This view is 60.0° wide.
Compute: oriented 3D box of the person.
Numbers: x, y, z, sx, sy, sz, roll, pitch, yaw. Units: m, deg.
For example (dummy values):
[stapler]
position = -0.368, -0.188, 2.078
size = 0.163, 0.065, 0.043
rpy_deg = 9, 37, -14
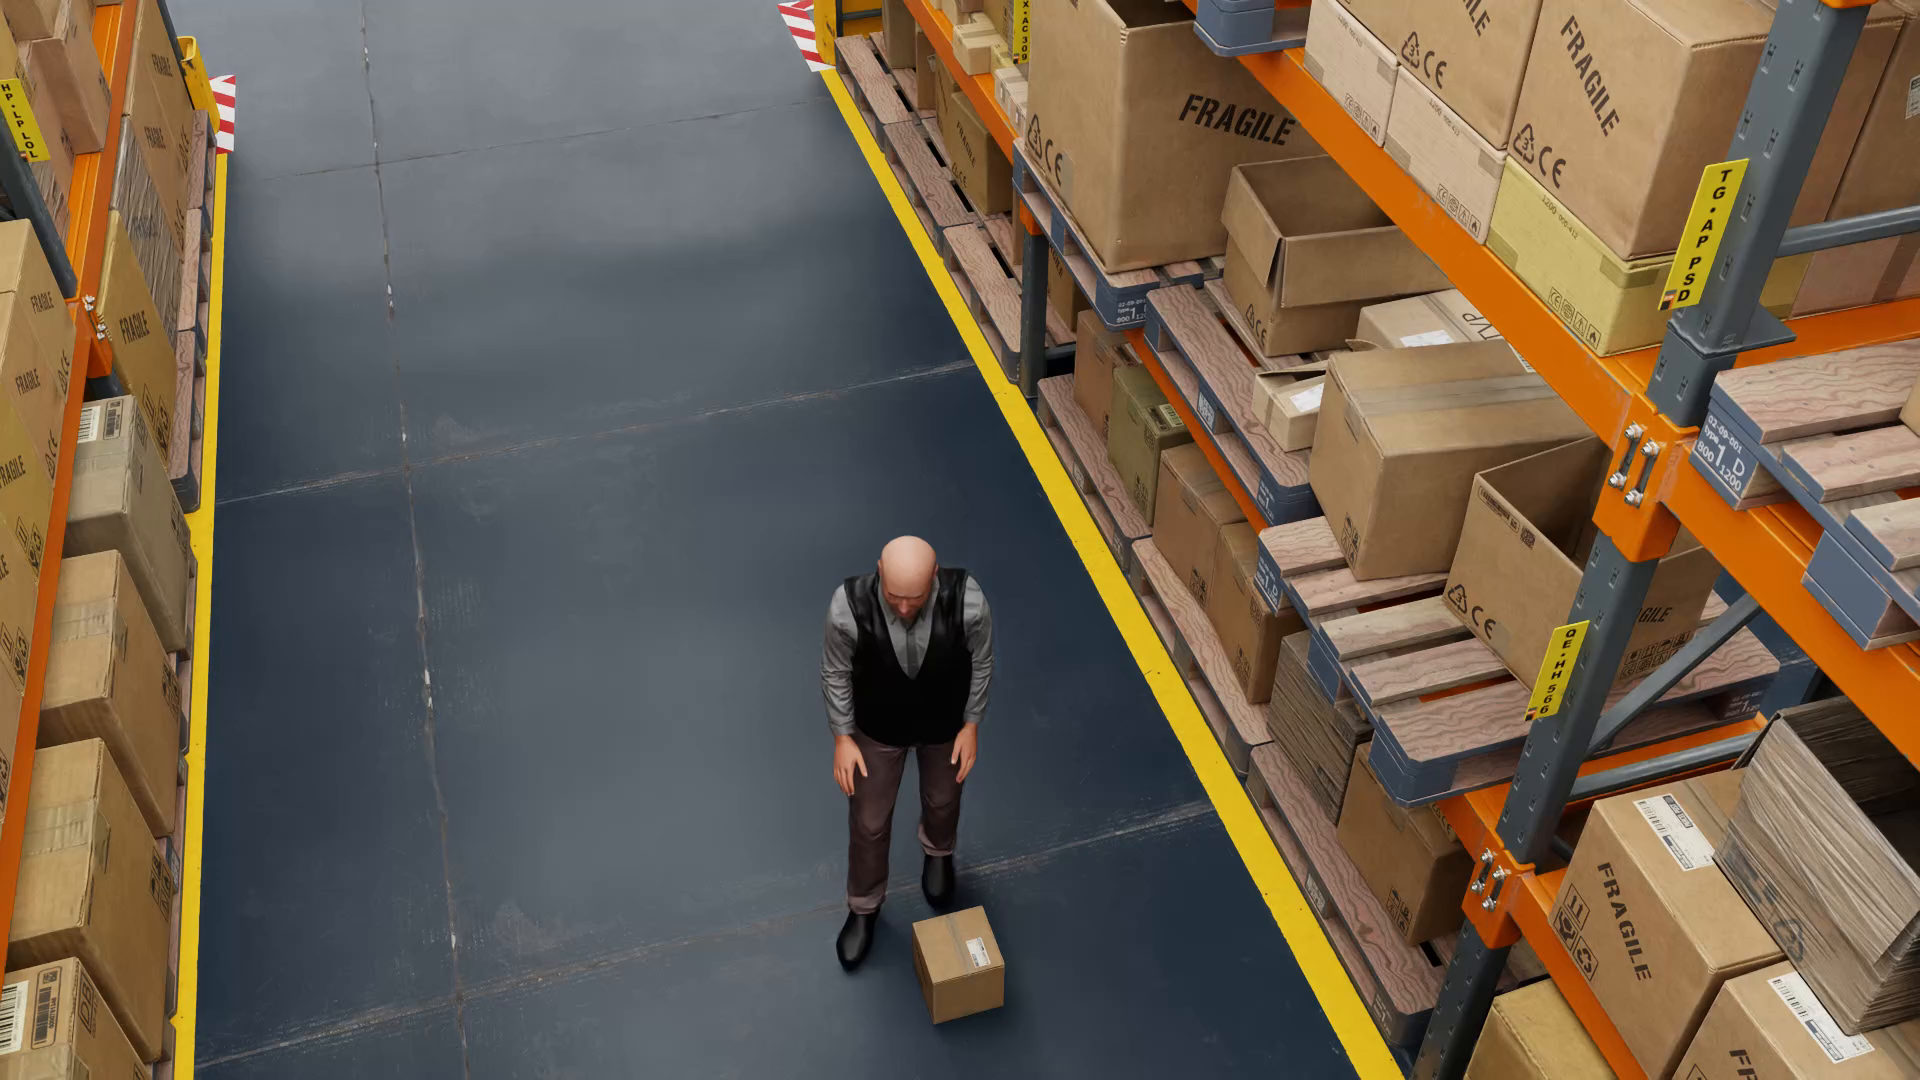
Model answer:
[person]
position = -0.168, 0.653, 5.431
size = 0.572, 1.719, 0.561
rpy_deg = -3, 42, -4
